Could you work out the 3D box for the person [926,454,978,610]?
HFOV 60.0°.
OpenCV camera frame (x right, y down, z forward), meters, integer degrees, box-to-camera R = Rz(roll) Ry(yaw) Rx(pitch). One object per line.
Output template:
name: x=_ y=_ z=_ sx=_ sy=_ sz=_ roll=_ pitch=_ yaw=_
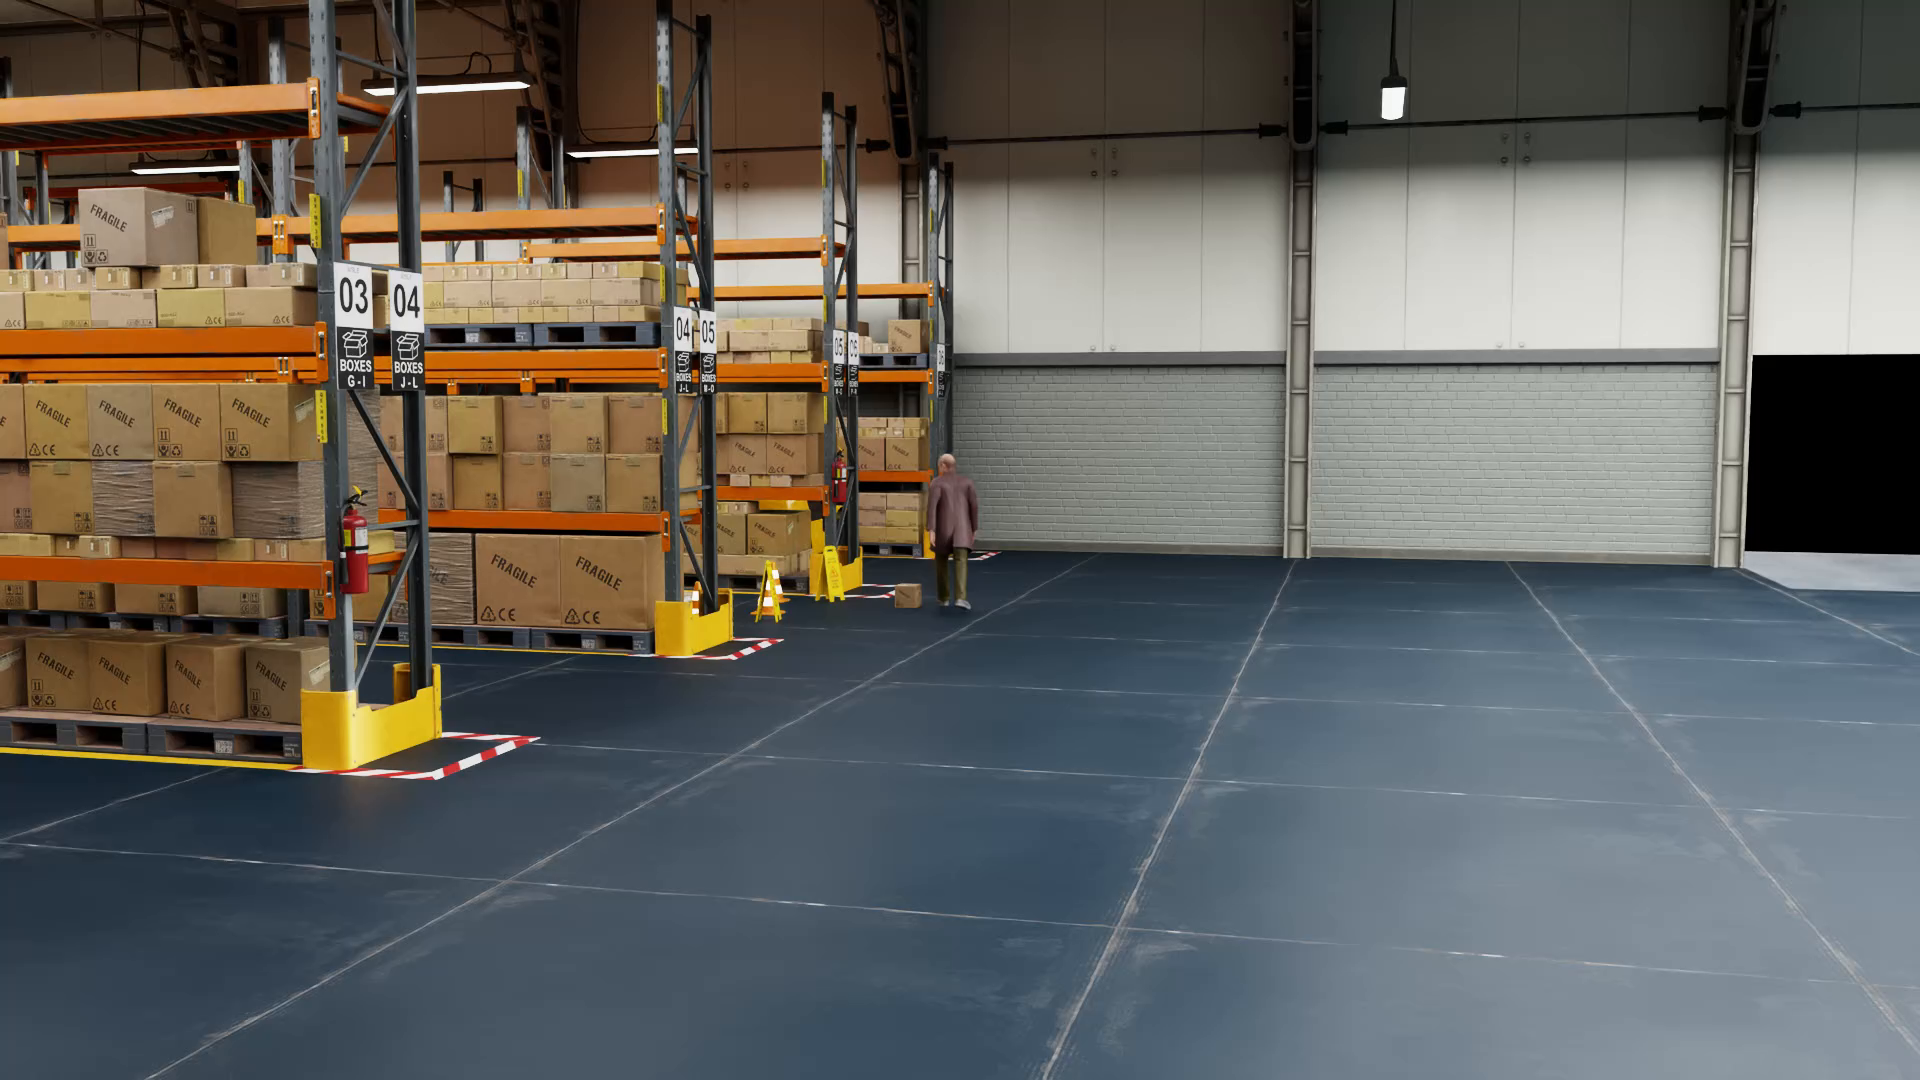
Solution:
person: x=-0.091 y=-0.126 z=18.666 sx=0.641 sy=1.680 sz=1.035 roll=-1 pitch=5 yaw=-10
